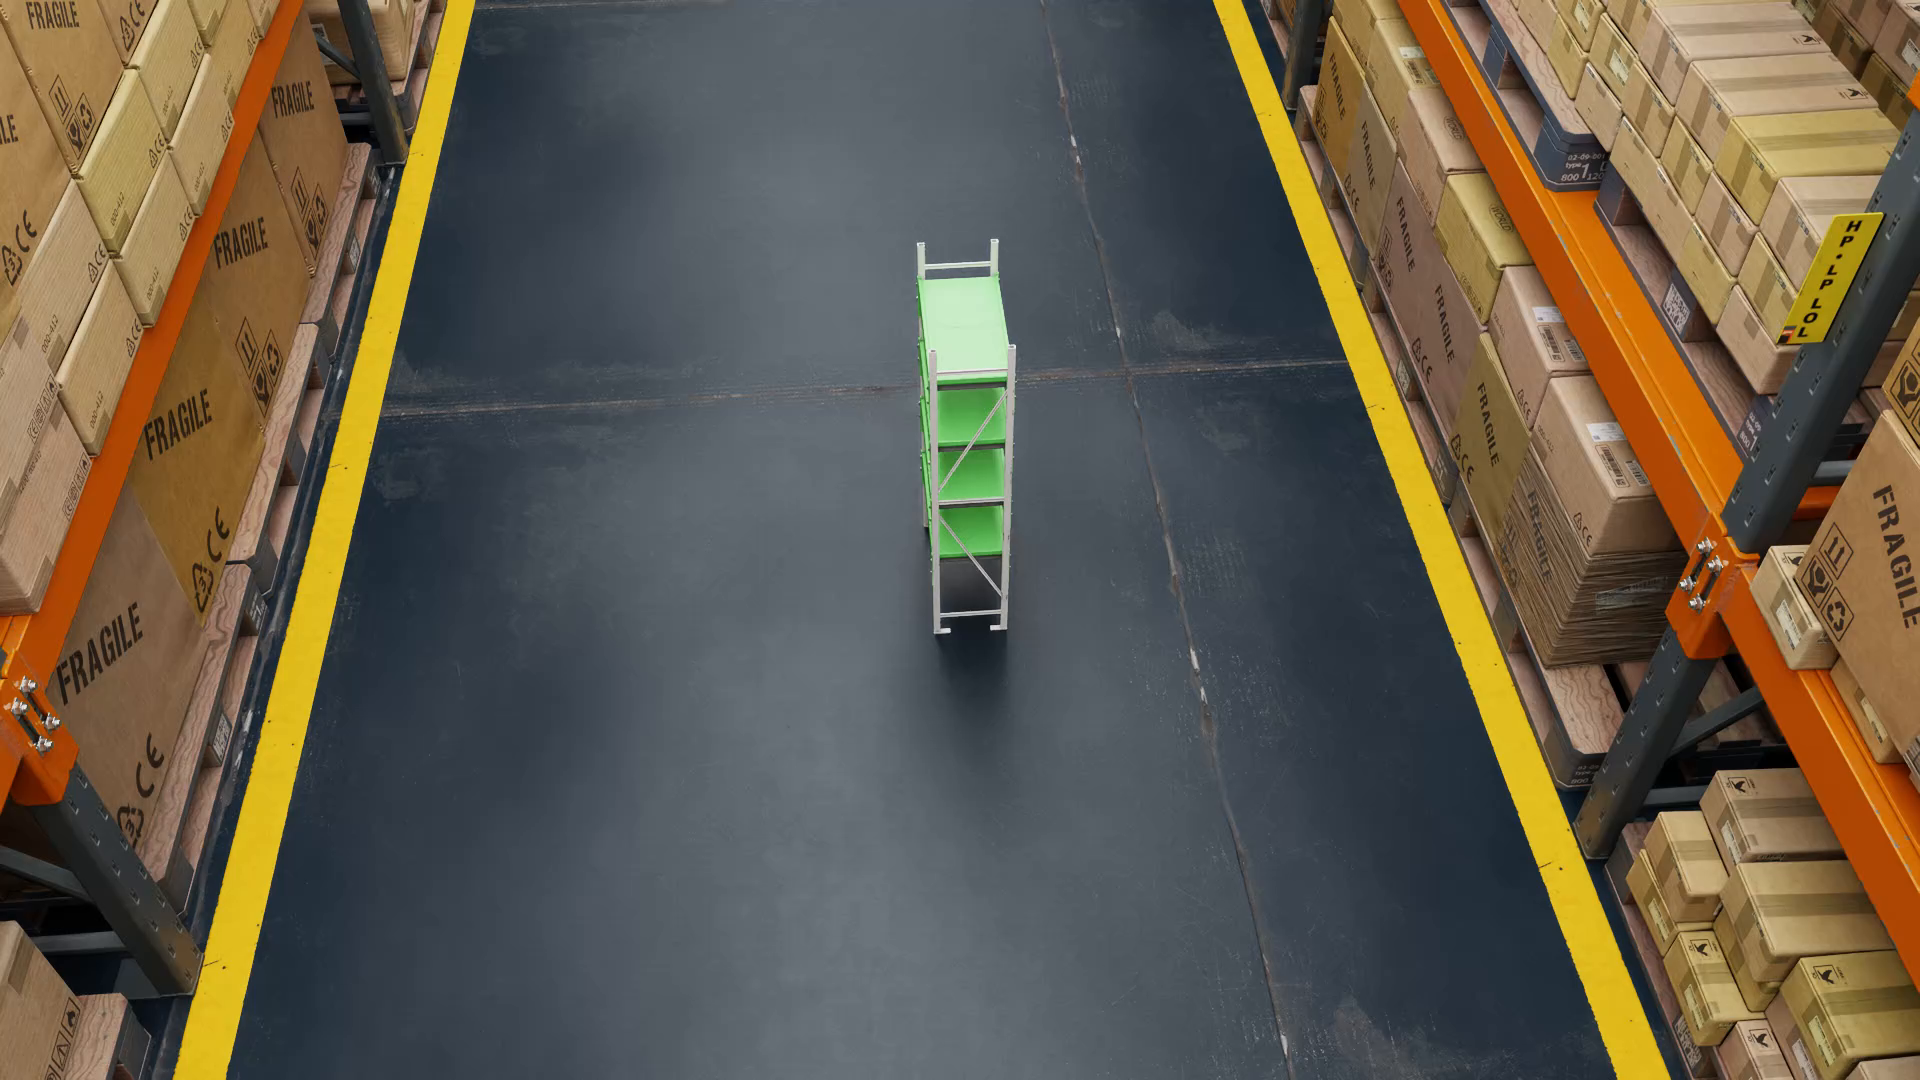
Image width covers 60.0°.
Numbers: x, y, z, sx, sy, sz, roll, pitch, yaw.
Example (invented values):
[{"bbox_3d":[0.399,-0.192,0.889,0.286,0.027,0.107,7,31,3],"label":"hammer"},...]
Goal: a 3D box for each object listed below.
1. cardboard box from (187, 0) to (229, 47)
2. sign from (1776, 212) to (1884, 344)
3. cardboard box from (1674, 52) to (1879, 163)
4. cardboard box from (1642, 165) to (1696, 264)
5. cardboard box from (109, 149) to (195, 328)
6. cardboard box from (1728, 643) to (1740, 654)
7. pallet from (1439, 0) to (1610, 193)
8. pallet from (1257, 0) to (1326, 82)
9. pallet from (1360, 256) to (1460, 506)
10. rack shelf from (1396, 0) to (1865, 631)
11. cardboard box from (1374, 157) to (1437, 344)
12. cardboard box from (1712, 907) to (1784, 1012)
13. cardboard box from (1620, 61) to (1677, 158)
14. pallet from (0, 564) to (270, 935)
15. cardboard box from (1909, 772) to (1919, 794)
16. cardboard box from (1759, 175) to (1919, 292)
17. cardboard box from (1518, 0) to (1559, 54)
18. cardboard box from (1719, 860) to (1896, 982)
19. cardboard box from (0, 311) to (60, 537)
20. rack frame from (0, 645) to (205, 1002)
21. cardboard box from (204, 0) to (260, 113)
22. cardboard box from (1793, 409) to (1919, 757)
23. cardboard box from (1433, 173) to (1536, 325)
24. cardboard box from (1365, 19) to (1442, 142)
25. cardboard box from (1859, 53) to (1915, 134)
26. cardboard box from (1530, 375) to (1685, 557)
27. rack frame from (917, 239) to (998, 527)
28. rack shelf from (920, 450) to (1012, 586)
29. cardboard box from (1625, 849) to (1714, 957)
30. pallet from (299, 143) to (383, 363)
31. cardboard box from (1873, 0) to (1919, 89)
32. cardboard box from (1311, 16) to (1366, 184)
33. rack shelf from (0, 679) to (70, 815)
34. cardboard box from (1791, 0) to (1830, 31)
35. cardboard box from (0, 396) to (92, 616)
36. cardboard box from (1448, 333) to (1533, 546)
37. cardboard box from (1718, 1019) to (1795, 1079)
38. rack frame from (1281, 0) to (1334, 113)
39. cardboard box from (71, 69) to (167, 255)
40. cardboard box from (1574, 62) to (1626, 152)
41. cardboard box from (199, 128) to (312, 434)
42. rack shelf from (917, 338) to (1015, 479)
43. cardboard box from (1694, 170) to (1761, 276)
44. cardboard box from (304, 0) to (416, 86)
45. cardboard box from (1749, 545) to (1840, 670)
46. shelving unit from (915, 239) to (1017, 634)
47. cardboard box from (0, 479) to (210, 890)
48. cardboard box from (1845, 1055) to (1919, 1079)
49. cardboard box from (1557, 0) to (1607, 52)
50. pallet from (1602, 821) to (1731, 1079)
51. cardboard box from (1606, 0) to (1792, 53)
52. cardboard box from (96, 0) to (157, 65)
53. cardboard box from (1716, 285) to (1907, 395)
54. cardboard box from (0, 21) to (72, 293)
[{"bbox_3d":[-2.534,-1.732,5.083,0.500,0.250,0.500,-5,47,-4],"label":"cardboard box"},{"bbox_3d":[1.768,-0.528,3.387,0.100,0.325,0.005,-3,47,-3],"label":"sign"},{"bbox_3d":[2.050,-1.089,4.190,0.380,0.149,0.250,-5,47,-5],"label":"cardboard box"},{"bbox_3d":[2.049,-0.868,4.390,0.380,0.149,0.250,-4,47,-3],"label":"cardboard box"},{"bbox_3d":[-2.449,-0.821,4.565,0.500,0.250,0.500,-4,47,-4],"label":"cardboard box"},{"bbox_3d":[2.524,-0.002,5.119,0.500,0.500,0.500,-2,47,-2],"label":"cardboard box"},{"bbox_3d":[2.193,-1.565,5.298,1.003,0.211,1.213,-3,47,-3],"label":"pallet"},{"bbox_3d":[1.995,-2.677,8.140,1.003,0.211,1.213,-3,47,-3],"label":"pallet"},{"bbox_3d":[2.149,-0.656,6.226,1.003,0.211,1.213,-3,47,-3],"label":"pallet"},{"bbox_3d":[2.154,-1.366,5.473,1.077,0.370,4.000,-3,47,-3],"label":"rack shelf"},{"bbox_3d":[1.885,-1.084,6.143,0.500,0.500,0.500,-5,47,-4],"label":"cardboard box"},{"bbox_3d":[2.143,1.026,4.181,0.380,0.149,0.250,-3,47,-3],"label":"cardboard box"},{"bbox_3d":[2.023,-1.171,4.472,0.380,0.149,0.250,-5,47,-5],"label":"cardboard box"},{"bbox_3d":[-2.743,0.613,5.024,1.003,0.211,1.213,-3,47,-3],"label":"pallet"},{"bbox_3d":[2.189,0.517,3.368,0.380,0.149,0.250,-5,47,-5],"label":"cardboard box"},{"bbox_3d":[2.093,-0.708,3.828,0.380,0.149,0.250,-2,47,-1],"label":"cardboard box"},{"bbox_3d":[1.956,-1.635,5.116,0.380,0.149,0.250,-5,47,-5],"label":"cardboard box"},{"bbox_3d":[2.108,0.929,4.068,0.380,0.149,0.250,-1,47,-1],"label":"cardboard box"},{"bbox_3d":[-2.359,-0.248,3.678,0.500,0.250,0.500,-5,47,-4],"label":"cardboard box"},{"bbox_3d":[-2.603,0.207,3.488,1.000,3.000,0.127,-3,47,-3],"label":"rack frame"},{"bbox_3d":[-2.552,-1.551,5.256,0.500,0.250,0.500,-4,47,-4],"label":"cardboard box"},{"bbox_3d":[2.112,0.070,3.344,0.500,0.500,0.500,-4,47,-4],"label":"cardboard box"},{"bbox_3d":[1.919,-0.987,5.535,0.500,0.250,0.500,-5,47,-5],"label":"cardboard box"},{"bbox_3d":[1.845,-1.723,6.232,0.500,0.250,0.500,-4,47,-4],"label":"cardboard box"},{"bbox_3d":[2.678,-1.202,4.501,0.380,0.149,0.250,-5,47,-5],"label":"cardboard box"},{"bbox_3d":[2.007,-0.233,4.820,0.500,0.250,0.500,-5,47,-4],"label":"cardboard box"},{"bbox_3d":[-0.007,-0.469,5.368,0.240,1.200,0.015,-3,47,-3],"label":"rack frame"},{"bbox_3d":[0.014,-0.084,5.422,0.258,0.148,0.480,-3,47,-3],"label":"rack shelf"},{"bbox_3d":[2.032,0.952,4.456,0.380,0.149,0.250,-5,47,-5],"label":"cardboard box"},{"bbox_3d":[-2.947,-1.153,6.696,1.003,0.211,1.213,-3,47,-3],"label":"pallet"},{"bbox_3d":[2.680,-1.310,4.399,0.380,0.149,0.250,-4,47,-4],"label":"cardboard box"},{"bbox_3d":[1.791,-1.818,6.838,0.500,0.500,0.500,-5,47,-5],"label":"cardboard box"},{"bbox_3d":[-2.436,1.902,2.378,1.077,0.370,4.000,-3,47,-3],"label":"rack shelf"},{"bbox_3d":[2.632,-1.589,4.868,0.380,0.149,0.250,-4,47,-4],"label":"cardboard box"},{"bbox_3d":[-2.377,-0.075,3.859,0.500,0.250,0.500,-4,47,-4],"label":"cardboard box"},{"bbox_3d":[1.966,-0.343,5.441,0.500,0.500,0.500,-4,47,-4],"label":"cardboard box"},{"bbox_3d":[2.126,1.322,4.107,0.380,0.149,0.250,-4,47,-3],"label":"cardboard box"},{"bbox_3d":[1.986,-3.061,6.583,1.000,3.000,0.127,-3,47,-3],"label":"rack frame"},{"bbox_3d":[-2.446,-0.991,4.381,0.500,0.250,0.500,-3,47,-3],"label":"cardboard box"},{"bbox_3d":[2.000,-1.251,4.752,0.380,0.149,0.250,-5,47,-5],"label":"cardboard box"},{"bbox_3d":[-2.892,-0.950,5.758,0.875,0.875,0.875,-3,47,-3],"label":"cardboard box"},{"bbox_3d":[0.014,-0.414,5.073,0.258,0.148,0.480,-3,47,-3],"label":"rack shelf"},{"bbox_3d":[2.068,-0.793,4.114,0.380,0.149,0.250,-3,47,-3],"label":"cardboard box"},{"bbox_3d":[-2.975,-2.337,7.418,0.950,0.372,0.625,-6,47,-6],"label":"cardboard box"},{"bbox_3d":[2.019,0.145,3.720,0.380,0.149,0.250,-2,47,-2],"label":"cardboard box"},{"bbox_3d":[0.014,-0.293,5.201,0.258,1.200,0.503,-3,47,-3],"label":"shelving unit"},{"bbox_3d":[-2.735,0.350,4.527,0.875,0.875,0.875,-2,47,-2],"label":"cardboard box"},{"bbox_3d":[2.222,1.297,3.720,0.380,0.149,0.250,-5,47,-4],"label":"cardboard box"},{"bbox_3d":[1.977,-1.556,4.837,0.380,0.149,0.250,-3,47,-3],"label":"cardboard box"},{"bbox_3d":[2.413,1.276,4.396,1.003,0.211,1.213,-3,47,-3],"label":"pallet"},{"bbox_3d":[2.011,-1.457,4.538,0.380,0.149,0.250,-5,47,-5],"label":"cardboard box"},{"bbox_3d":[-2.513,-1.610,4.451,0.500,0.500,0.500,-4,47,-4],"label":"cardboard box"},{"bbox_3d":[2.091,-0.500,4.041,0.380,0.149,0.250,-4,47,-4],"label":"cardboard box"},{"bbox_3d":[-2.424,-0.873,3.753,0.500,0.500,0.500,-4,47,-4],"label":"cardboard box"}]
